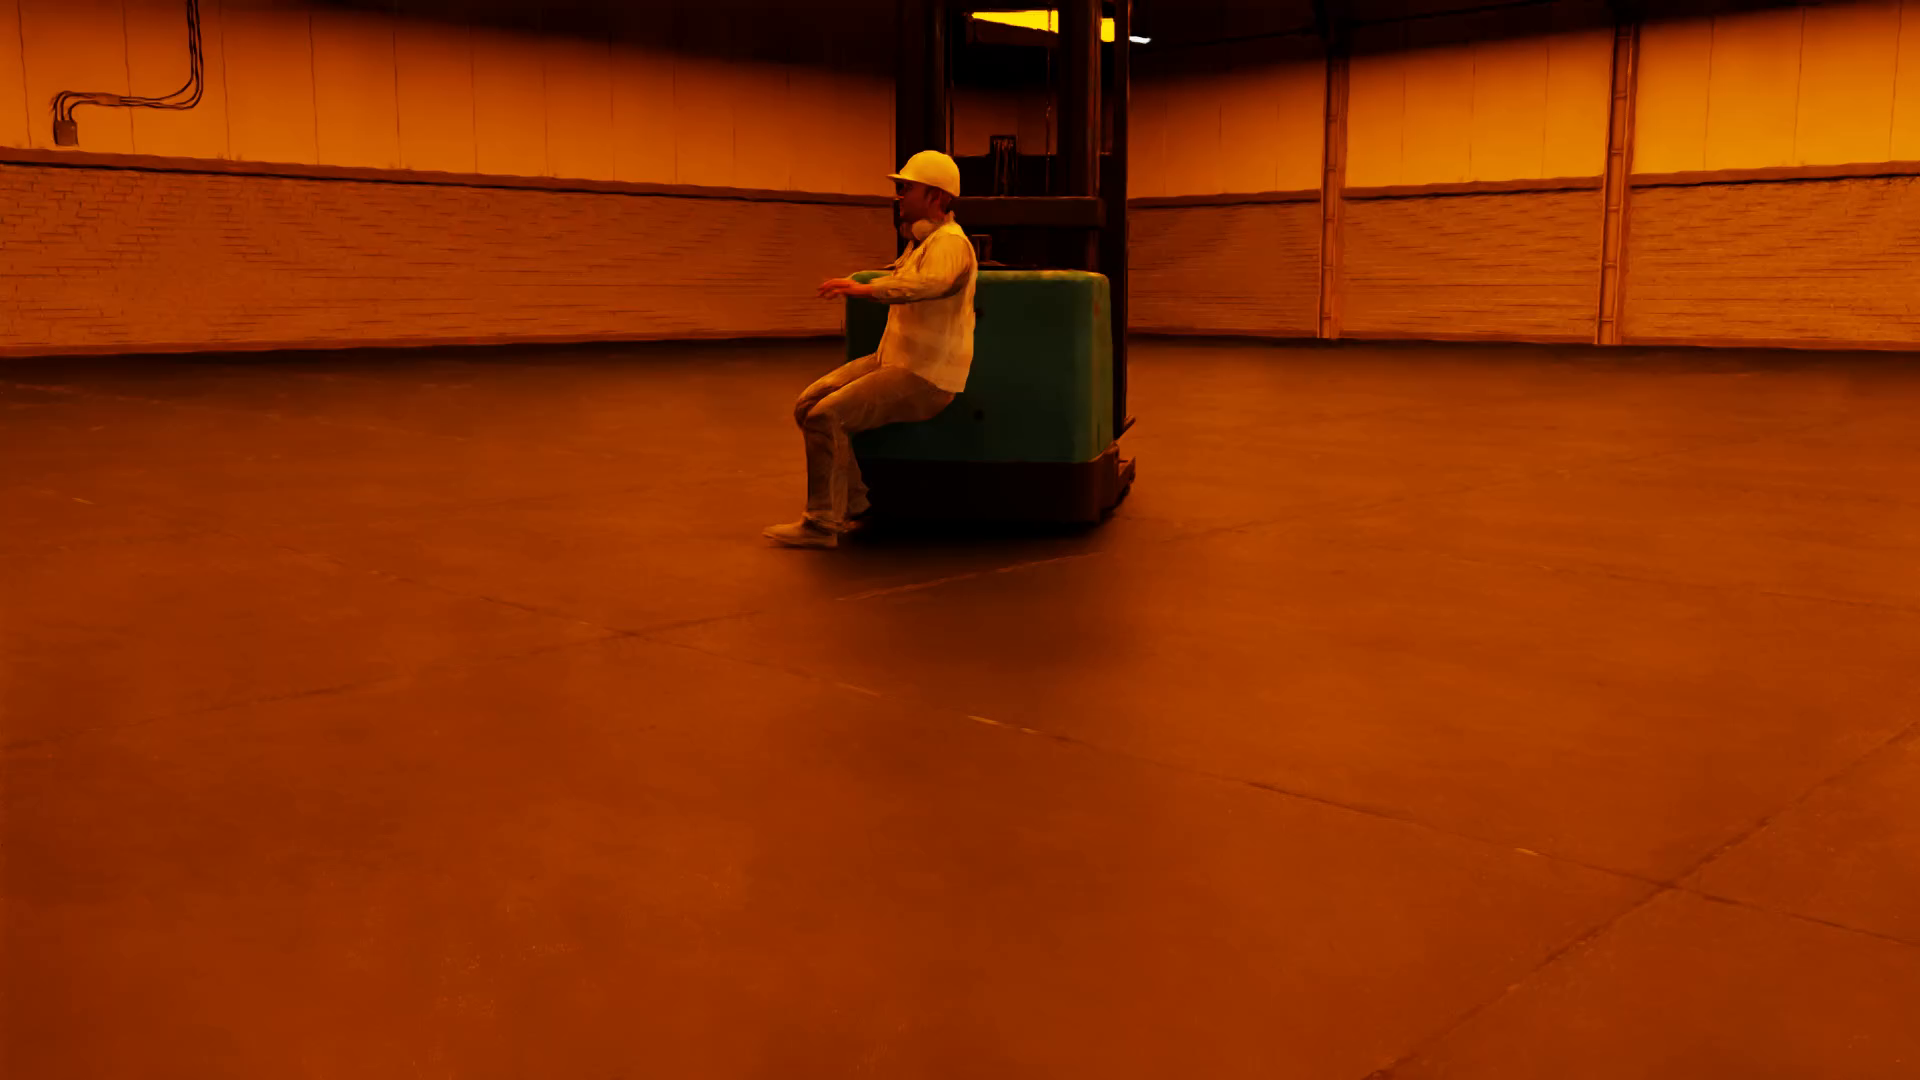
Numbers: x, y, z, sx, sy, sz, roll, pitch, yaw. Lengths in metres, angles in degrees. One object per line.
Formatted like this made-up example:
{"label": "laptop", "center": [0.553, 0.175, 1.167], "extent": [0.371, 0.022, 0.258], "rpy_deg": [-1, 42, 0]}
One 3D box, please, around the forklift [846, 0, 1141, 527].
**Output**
{"label": "forklift", "center": [0.286, -1.684, 8.055], "extent": [1.130, 2.935, 3.031], "rpy_deg": [2, 9, 10]}

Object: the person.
{"label": "person", "center": [-0.369, -0.753, 6.579], "extent": [0.862, 1.539, 0.966], "rpy_deg": [-3, 9, -20]}
